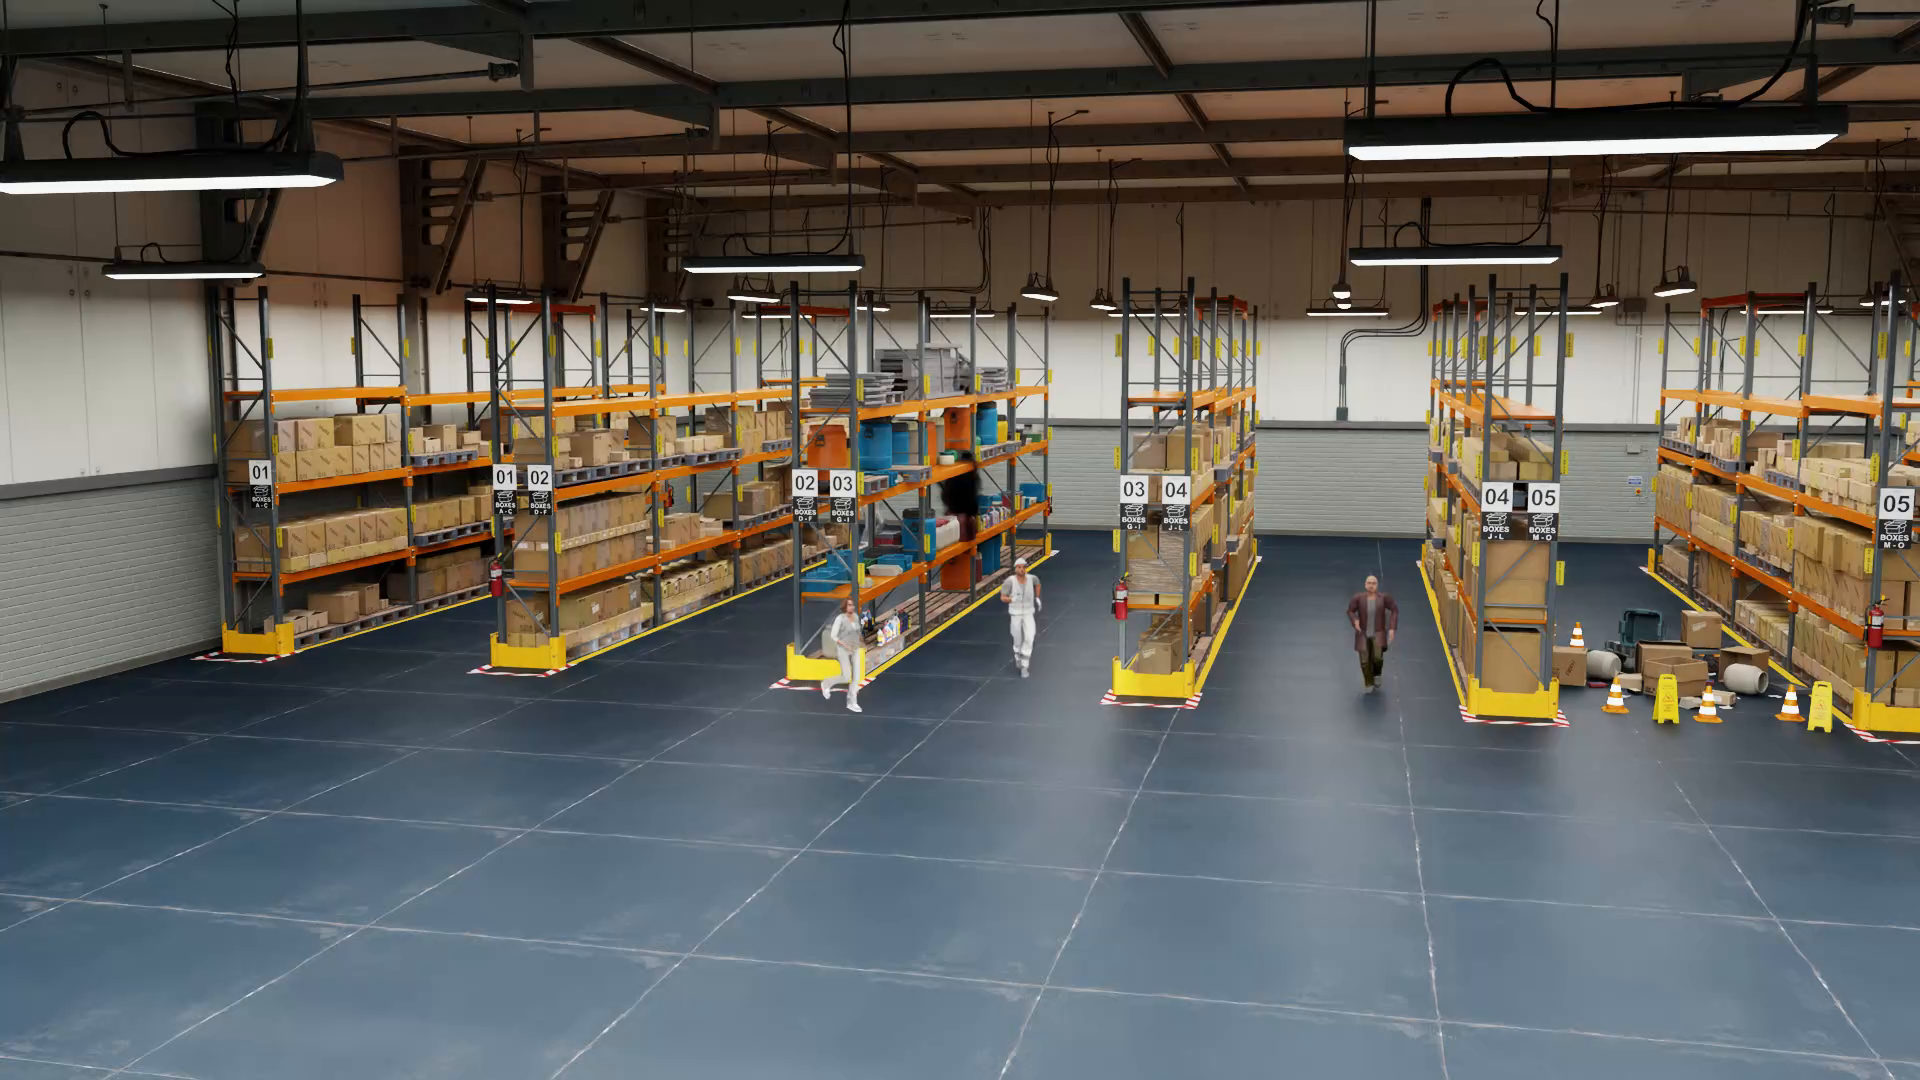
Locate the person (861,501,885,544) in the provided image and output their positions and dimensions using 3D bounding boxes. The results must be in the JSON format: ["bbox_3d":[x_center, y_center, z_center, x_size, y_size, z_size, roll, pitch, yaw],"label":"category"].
[{"bbox_3d":[-2.274,-0.689,42.429,0.647,1.648,0.579,5,8,36],"label":"person"}]

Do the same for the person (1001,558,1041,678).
[{"bbox_3d":[0.941,1.194,25.609,0.660,1.864,0.806,-1,7,-5],"label":"person"}]

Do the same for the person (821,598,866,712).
[{"bbox_3d":[-1.600,1.579,23.199,0.694,1.586,0.543,6,9,44],"label":"person"}]

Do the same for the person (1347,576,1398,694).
[{"bbox_3d":[5.973,1.382,24.151,0.725,1.732,0.646,2,7,18],"label":"person"}]
